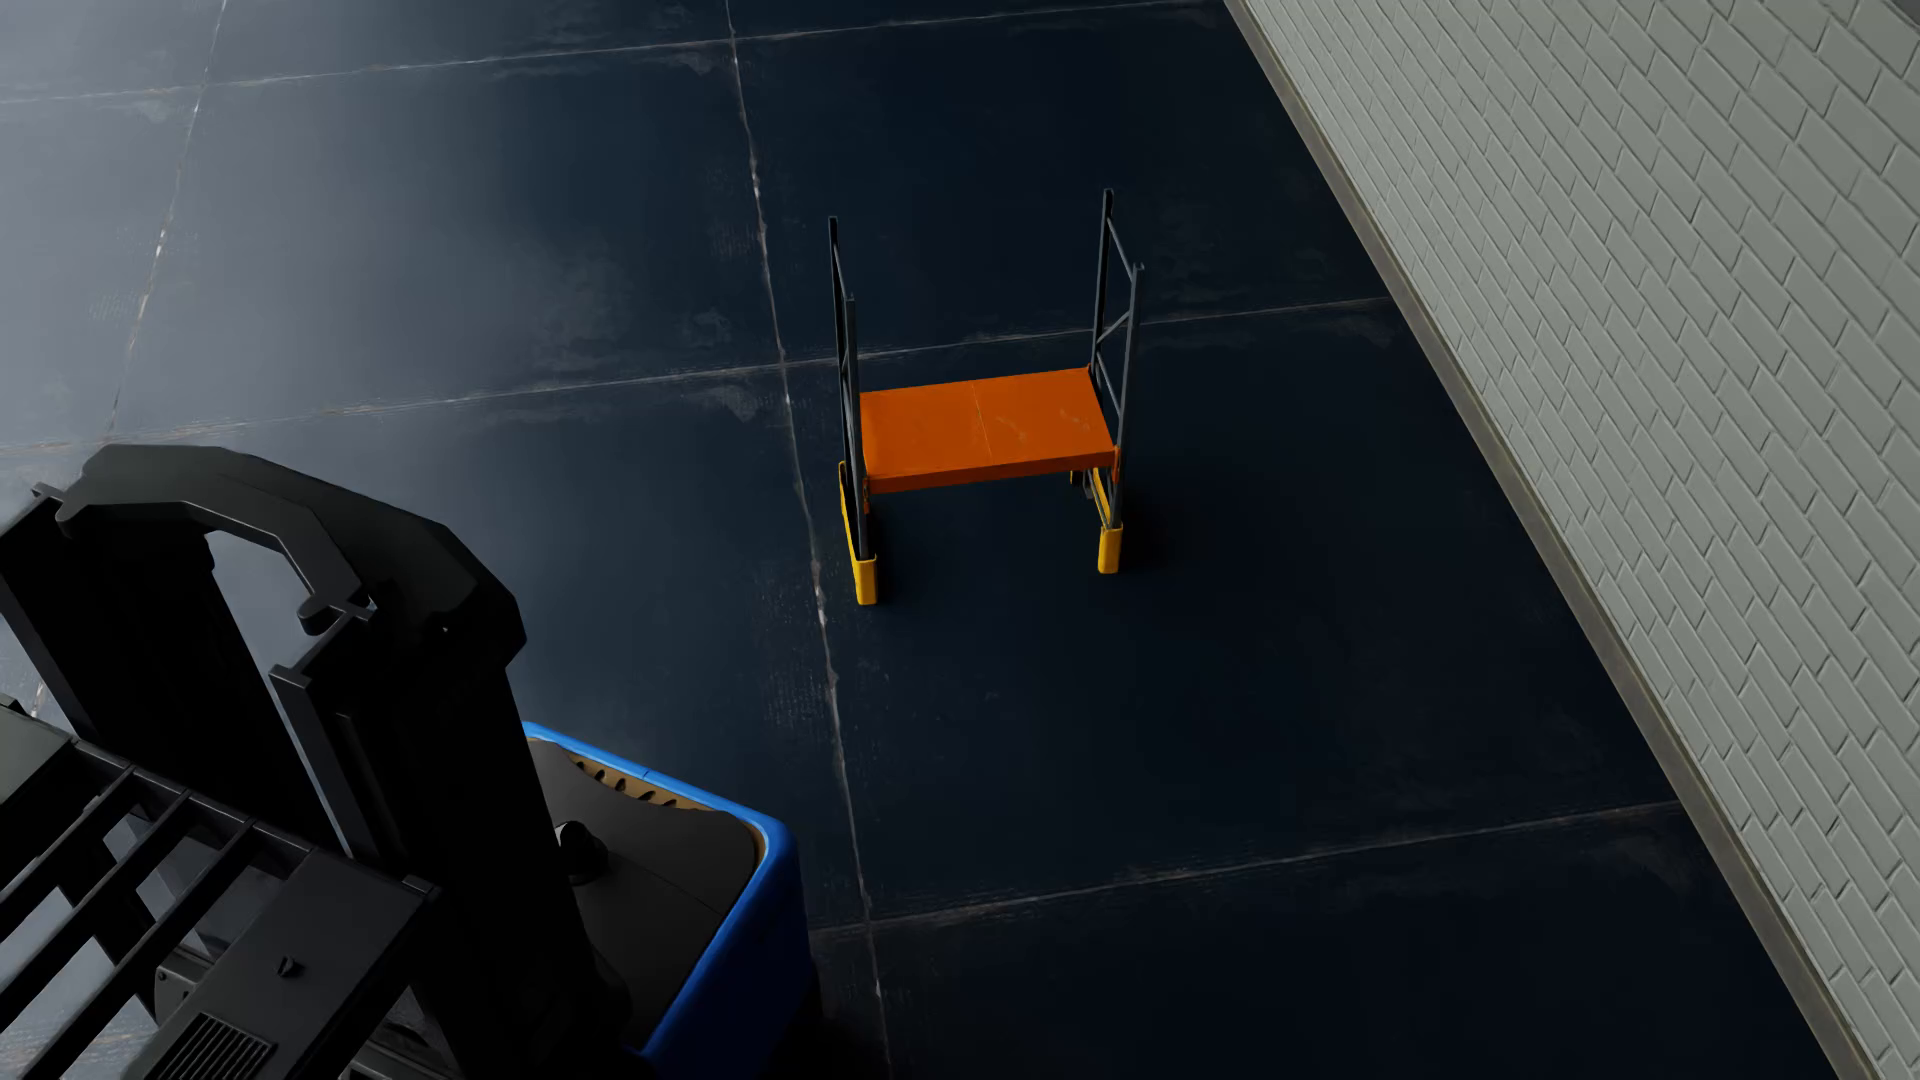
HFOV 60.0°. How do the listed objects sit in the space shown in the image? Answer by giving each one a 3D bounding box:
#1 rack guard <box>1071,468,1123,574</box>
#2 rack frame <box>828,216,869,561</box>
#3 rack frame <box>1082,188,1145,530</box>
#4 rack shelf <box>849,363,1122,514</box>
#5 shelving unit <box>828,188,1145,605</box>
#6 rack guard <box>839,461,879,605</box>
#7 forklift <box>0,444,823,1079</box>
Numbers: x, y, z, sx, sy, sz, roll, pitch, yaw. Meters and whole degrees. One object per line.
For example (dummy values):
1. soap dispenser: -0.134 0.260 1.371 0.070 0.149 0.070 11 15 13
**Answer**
1. rack guard: 0.566 -0.157 6.921 0.087 0.250 0.587 -7 46 -7
2. rack frame: -0.417 -0.468 6.353 0.032 1.500 0.500 -7 46 -7
3. rack frame: 0.585 -0.593 6.473 0.032 1.500 0.500 -7 46 -7
4. rack shelf: 0.084 -0.406 6.543 1.000 0.185 0.538 -7 46 -7
5. shelving unit: 0.075 -0.530 6.412 1.083 1.500 0.587 -7 46 -7
6. rack guard: -0.416 -0.035 6.803 0.087 0.250 0.587 -7 46 -7
7. forklift: -1.519 1.358 3.600 1.130 2.935 3.031 18 49 17
